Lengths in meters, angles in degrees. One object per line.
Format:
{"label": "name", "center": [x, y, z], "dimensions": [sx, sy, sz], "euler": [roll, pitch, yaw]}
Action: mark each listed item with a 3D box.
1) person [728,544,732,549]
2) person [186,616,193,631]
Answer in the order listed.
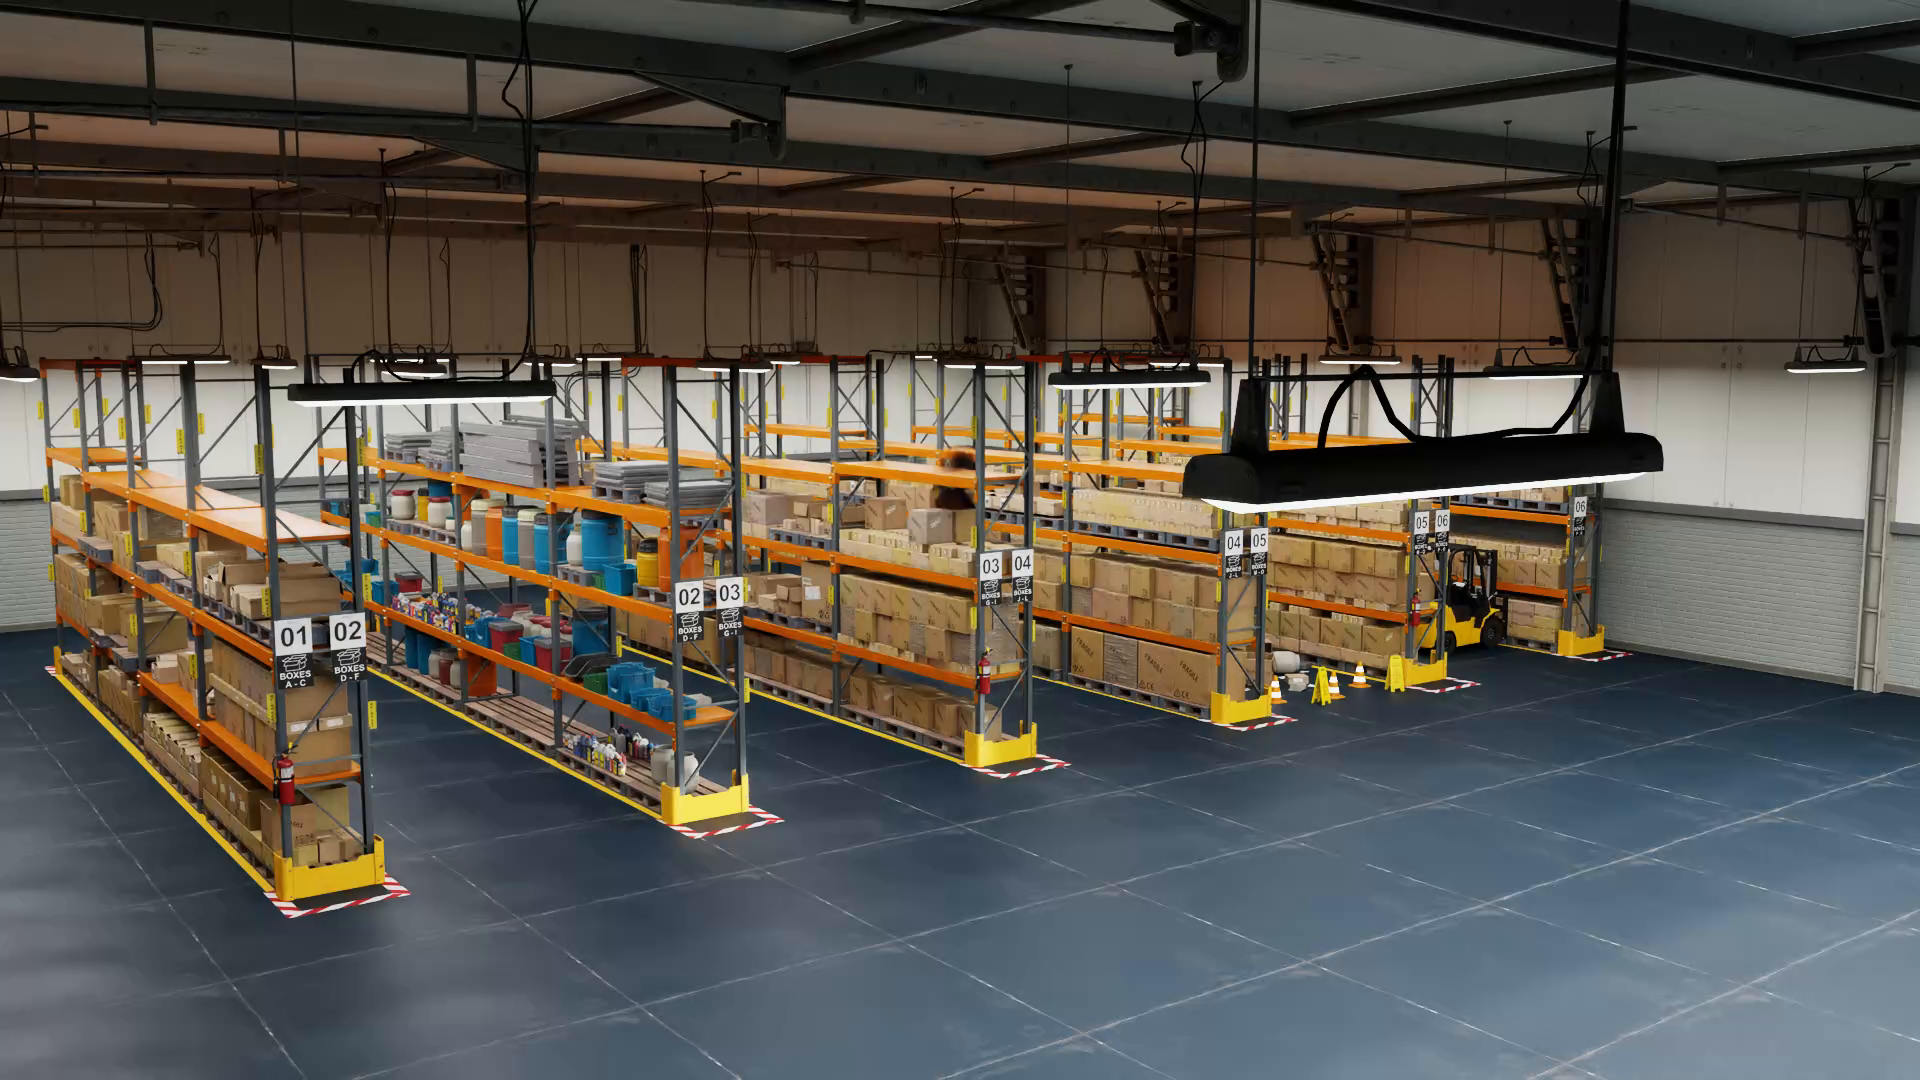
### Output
{"label": "person", "center": [-5.262, 0.912, 38.270], "dimensions": [0.567, 1.725, 0.873], "euler": [-4, 8, -31]}
{"label": "person", "center": [-14.963, 1.647, 32.574], "dimensions": [0.683, 1.627, 0.536], "euler": [5, 8, 33]}
